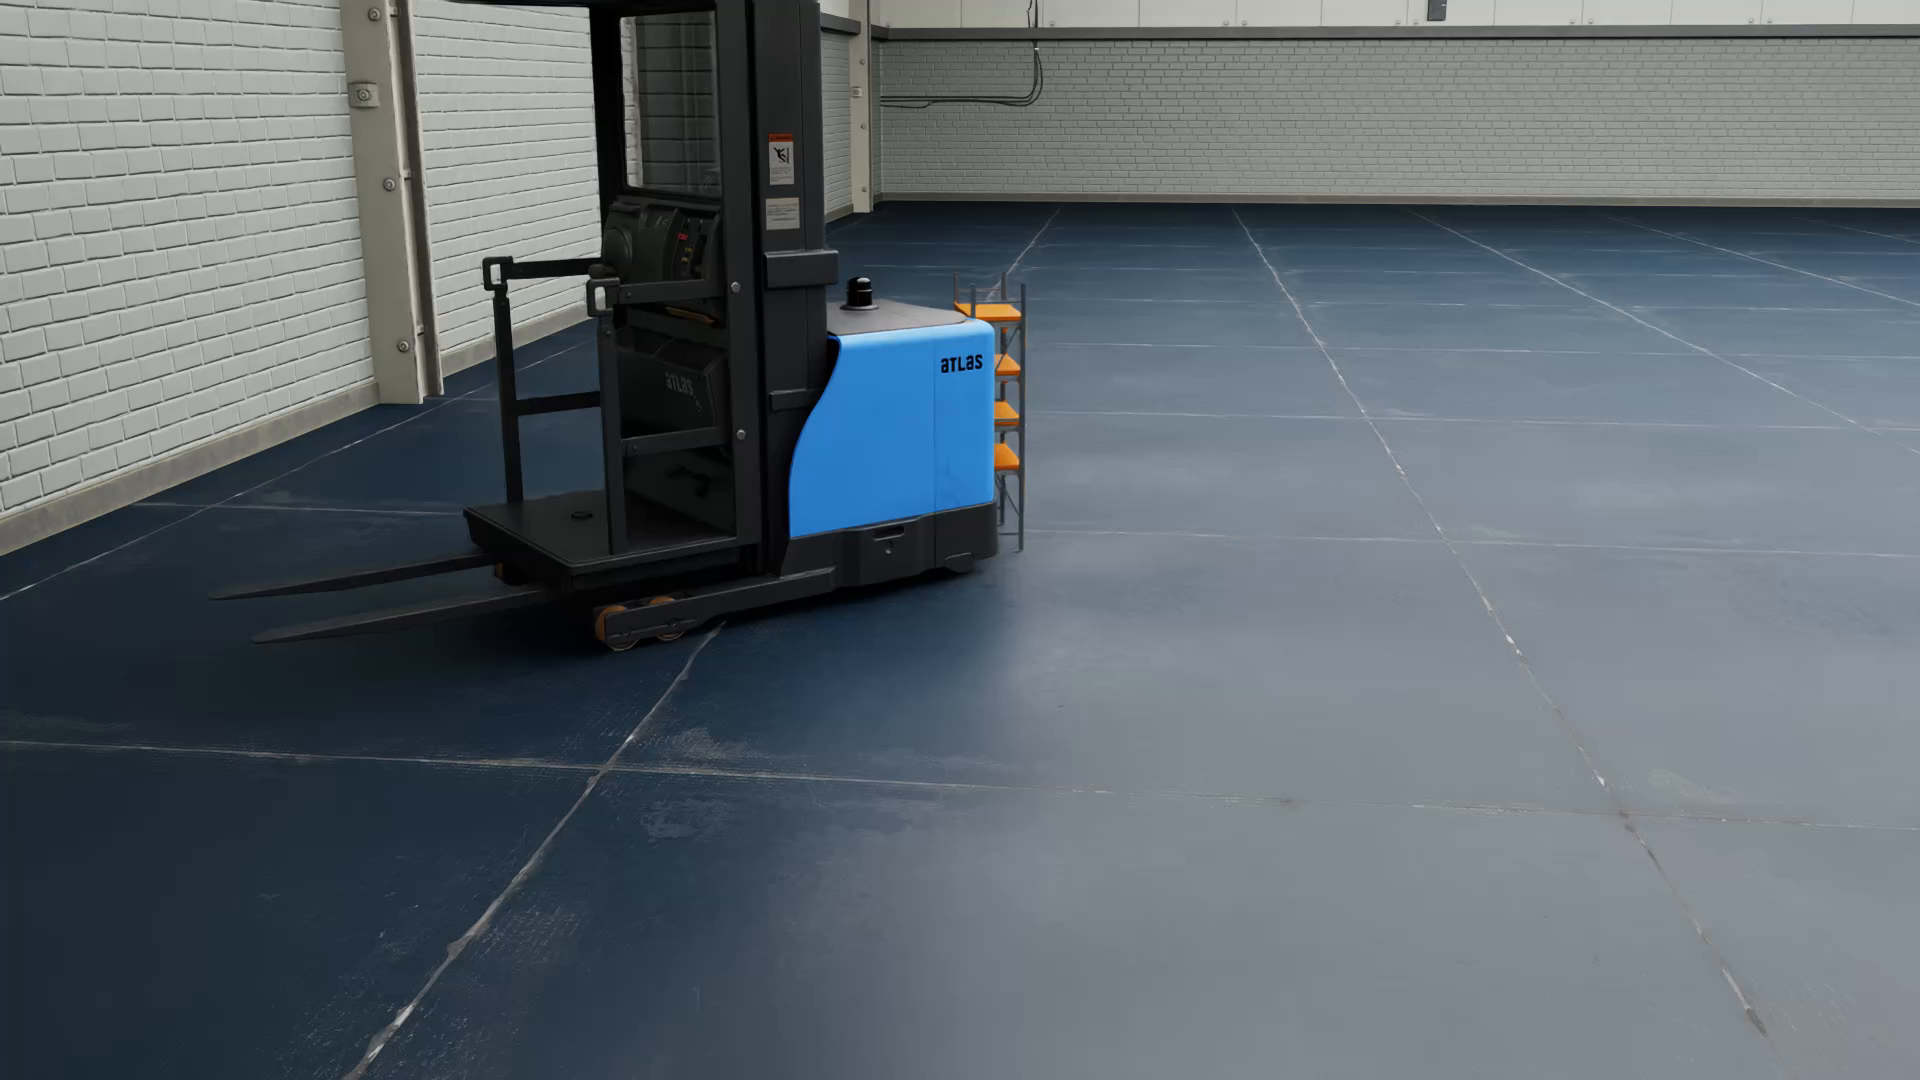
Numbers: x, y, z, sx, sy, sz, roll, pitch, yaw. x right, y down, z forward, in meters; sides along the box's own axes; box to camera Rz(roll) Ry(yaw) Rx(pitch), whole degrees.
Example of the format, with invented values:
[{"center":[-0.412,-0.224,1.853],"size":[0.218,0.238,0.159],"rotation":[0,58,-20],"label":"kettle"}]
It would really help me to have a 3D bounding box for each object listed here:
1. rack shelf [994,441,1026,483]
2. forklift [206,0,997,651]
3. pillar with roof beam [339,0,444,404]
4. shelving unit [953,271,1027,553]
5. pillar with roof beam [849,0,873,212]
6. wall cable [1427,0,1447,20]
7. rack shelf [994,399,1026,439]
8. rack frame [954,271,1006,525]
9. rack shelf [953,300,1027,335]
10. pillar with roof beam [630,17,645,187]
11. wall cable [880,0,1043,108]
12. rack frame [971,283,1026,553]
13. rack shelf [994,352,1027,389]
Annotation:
[{"center":[0.129,-0.329,7.597],"size":[0.258,0.148,0.480],"rotation":[-2,15,-8],"label":"rack shelf"},{"center":[-1.330,-1.161,6.342],"size":[3.031,2.935,1.130],"rotation":[-11,19,-35],"label":"forklift"},{"center":[0.578,-5.172,9.549],"size":[9.100,9.000,0.400],"rotation":[2,15,6],"label":"pillar with roof beam"},{"center":[0.129,-0.585,7.528],"size":[0.258,1.200,0.503],"rotation":[-2,15,-8],"label":"shelving unit"},{"center":[2.609,-9.840,26.814],"size":[9.100,9.000,0.400],"rotation":[2,15,6],"label":"pillar with roof beam"},{"center":[9.408,-12.050,28.471],"size":[2.305,6.003,0.169],"rotation":[2,15,6],"label":"wall cable"},{"center":[0.129,-0.520,7.545],"size":[0.258,0.148,0.480],"rotation":[-2,15,-8],"label":"rack shelf"},{"center":[0.092,-0.648,7.761],"size":[0.240,1.200,0.015],"rotation":[-2,15,-8],"label":"rack frame"},{"center":[0.129,-0.965,7.425],"size":[0.258,0.148,0.480],"rotation":[-2,15,-8],"label":"rack shelf"},{"center":[1.255,-6.728,15.304],"size":[9.100,9.000,0.400],"rotation":[2,15,6],"label":"pillar with roof beam"},{"center":[-0.023,-9.193,30.370],"size":[3.097,2.526,0.112],"rotation":[2,15,6],"label":"wall cable"},{"center":[0.165,-0.522,7.295],"size":[0.240,1.200,0.015],"rotation":[-2,15,-8],"label":"rack frame"},{"center":[0.129,-0.736,7.487],"size":[0.258,0.148,0.480],"rotation":[-2,15,-8],"label":"rack shelf"}]
